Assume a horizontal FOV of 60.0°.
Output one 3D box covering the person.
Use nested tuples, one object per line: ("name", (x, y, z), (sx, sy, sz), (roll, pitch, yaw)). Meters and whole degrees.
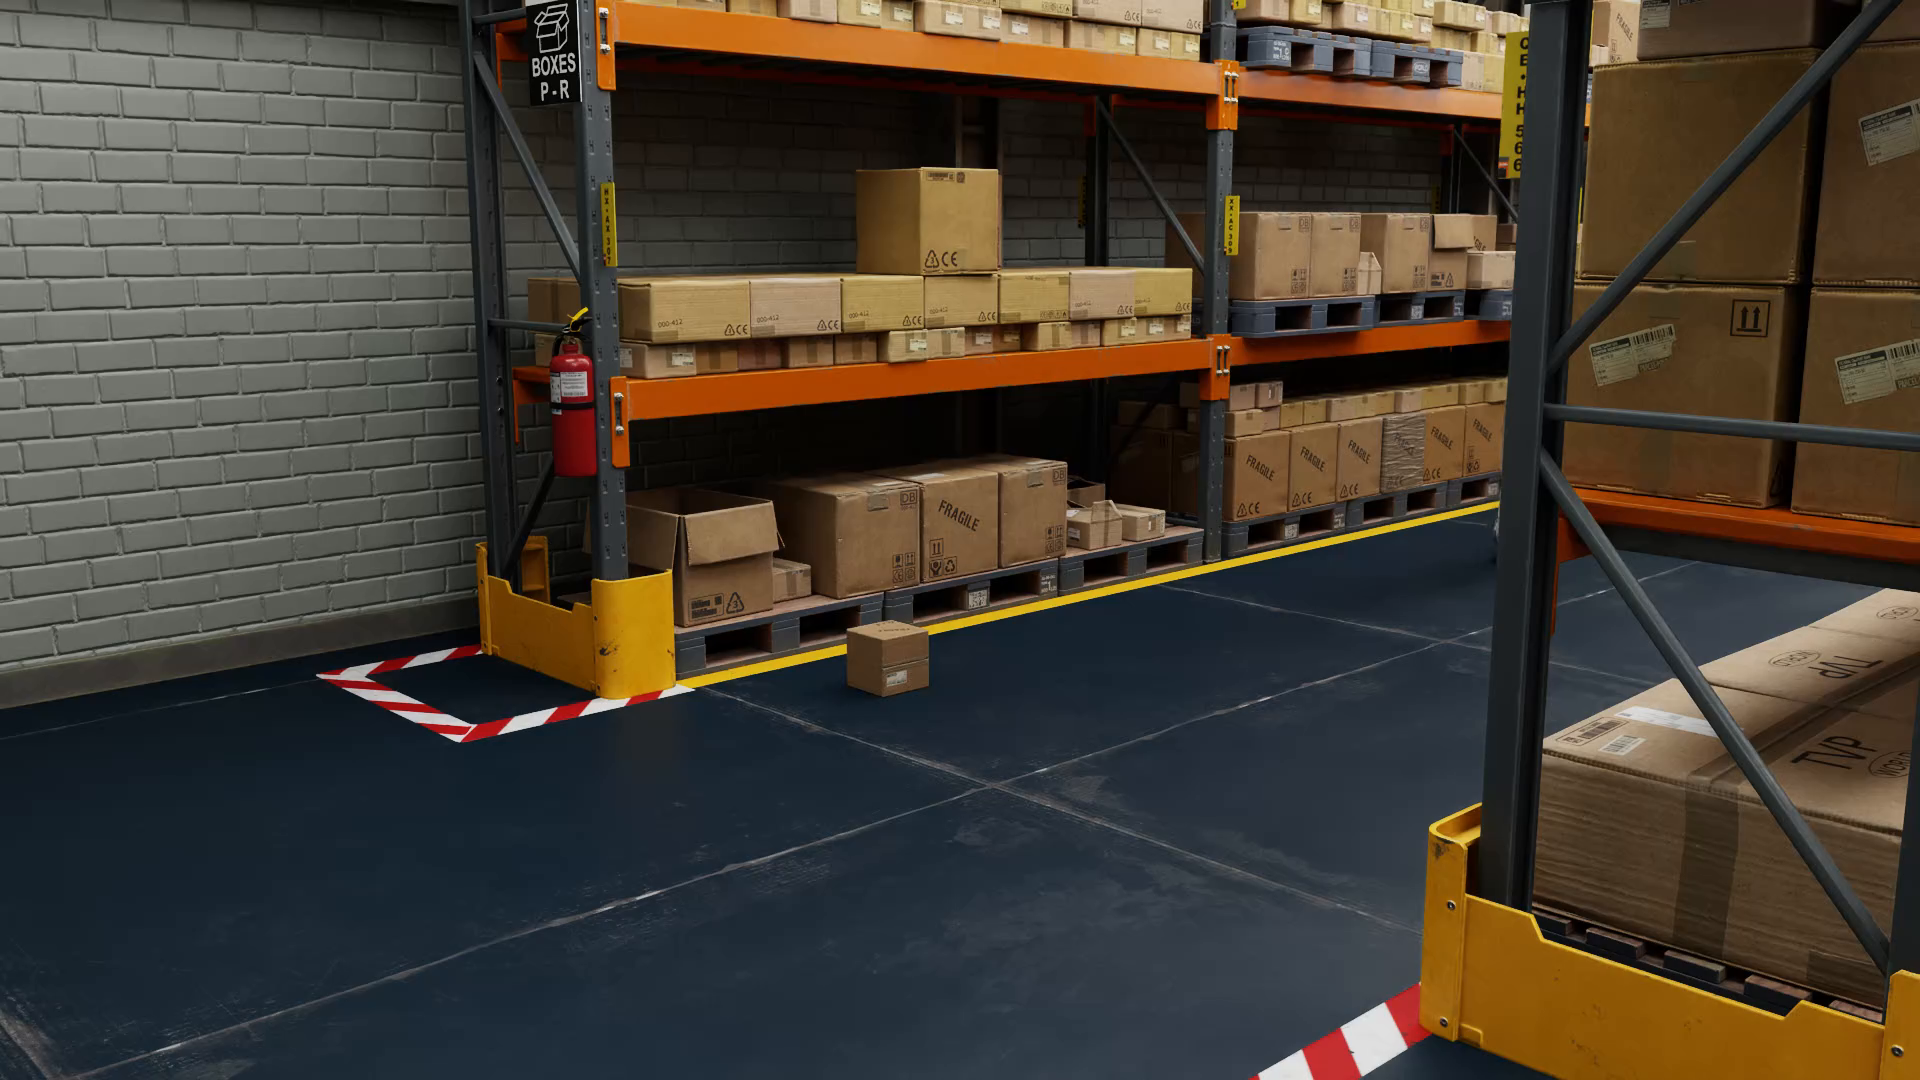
("person", (3.518, -0.765, 9.878), (0.471, 1.647, 0.946), (10, 14, 42))
